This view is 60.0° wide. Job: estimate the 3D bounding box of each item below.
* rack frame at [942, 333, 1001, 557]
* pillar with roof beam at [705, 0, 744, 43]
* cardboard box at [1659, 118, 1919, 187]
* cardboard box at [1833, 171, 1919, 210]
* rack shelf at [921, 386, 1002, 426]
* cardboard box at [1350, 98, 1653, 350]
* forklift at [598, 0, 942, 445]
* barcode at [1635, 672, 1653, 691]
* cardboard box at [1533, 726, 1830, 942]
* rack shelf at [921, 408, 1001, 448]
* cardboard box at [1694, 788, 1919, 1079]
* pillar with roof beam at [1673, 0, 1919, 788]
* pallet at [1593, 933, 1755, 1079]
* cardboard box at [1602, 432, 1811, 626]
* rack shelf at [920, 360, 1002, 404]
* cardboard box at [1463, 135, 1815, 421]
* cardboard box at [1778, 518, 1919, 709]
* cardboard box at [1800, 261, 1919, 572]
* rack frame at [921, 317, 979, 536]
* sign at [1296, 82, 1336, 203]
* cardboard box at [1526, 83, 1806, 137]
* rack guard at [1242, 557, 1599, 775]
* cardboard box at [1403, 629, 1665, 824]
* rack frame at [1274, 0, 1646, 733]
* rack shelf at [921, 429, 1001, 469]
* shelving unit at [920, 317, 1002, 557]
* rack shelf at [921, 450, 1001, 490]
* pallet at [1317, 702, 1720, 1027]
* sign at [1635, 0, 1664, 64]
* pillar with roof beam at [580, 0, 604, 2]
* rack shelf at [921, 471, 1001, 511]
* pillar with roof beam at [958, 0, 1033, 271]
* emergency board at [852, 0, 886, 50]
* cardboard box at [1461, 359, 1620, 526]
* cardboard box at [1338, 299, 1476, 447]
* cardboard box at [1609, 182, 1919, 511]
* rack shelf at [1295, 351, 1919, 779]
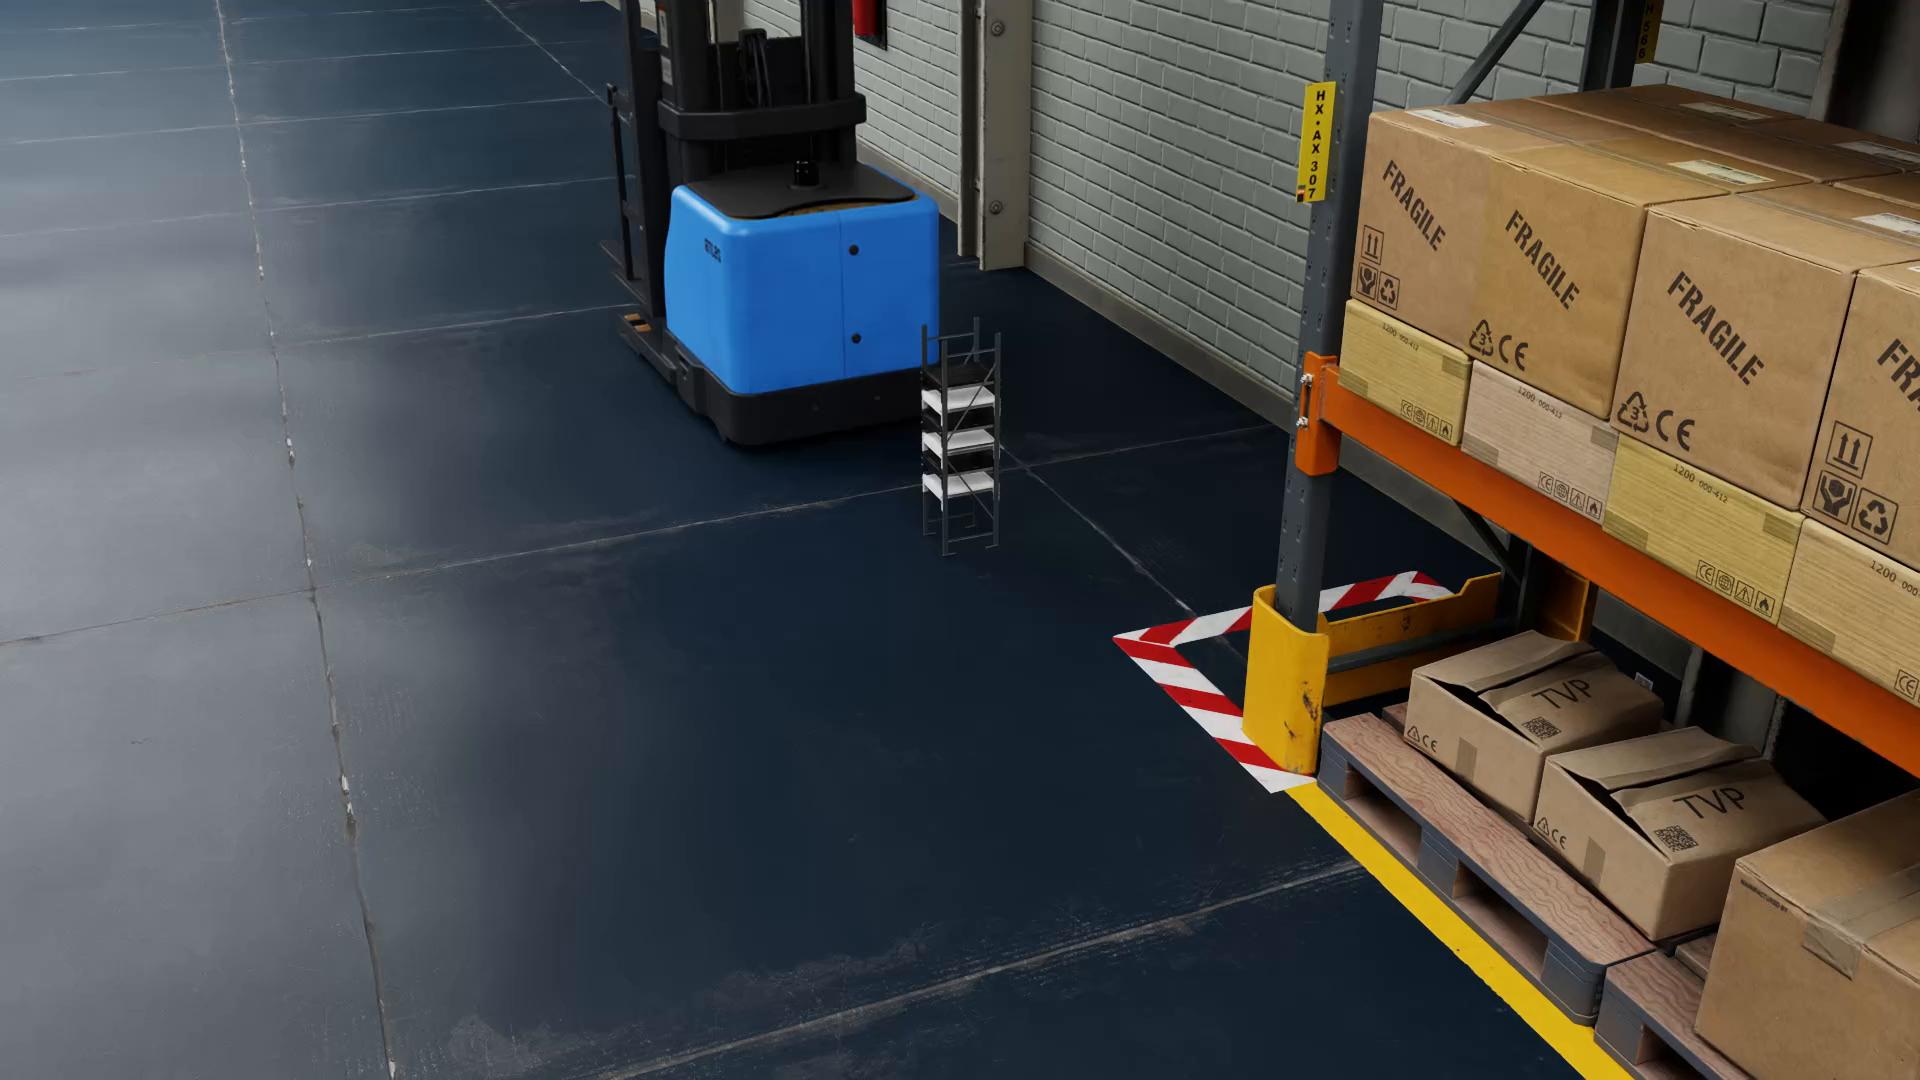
[{"bbox_3d":[0.043,-0.360,6.462,0.240,0.900,0.006,-11,28,-21],"label":"rack frame"},{"bbox_3d":[-6.107,-7.467,11.786,9.100,9.000,0.400,-11,28,-21],"label":"pillar with roof beam"},{"bbox_3d":[2.051,-0.720,4.099,0.500,0.500,0.500,-10,28,-20],"label":"cardboard box"},{"bbox_3d":[2.258,-0.512,3.673,0.500,0.500,0.500,-11,28,-22],"label":"cardboard box"},{"bbox_3d":[0.003,-0.533,6.481,0.258,0.077,0.200,-11,28,-21],"label":"rack shelf"},{"bbox_3d":[1.394,-0.834,4.333,0.500,0.500,0.500,-11,28,-21],"label":"cardboard box"},{"bbox_3d":[-1.178,-2.357,8.237,1.130,2.935,3.031,-12,29,-23],"label":"forklift"},{"bbox_3d":[2.046,0.440,4.983,0.001,0.075,0.075,-11,28,-21],"label":"barcode"},{"bbox_3d":[1.895,0.735,4.388,0.500,0.311,0.500,-8,27,-16],"label":"cardboard box"},{"bbox_3d":[0.003,-0.452,6.521,0.258,0.077,0.200,-11,28,-21],"label":"rack shelf"},{"bbox_3d":[2.136,0.955,3.723,0.700,0.500,0.500,-12,29,-24],"label":"cardboard box"},{"bbox_3d":[-1.408,-2.622,1.864,9.100,9.000,0.400,-11,28,-21],"label":"pillar with roof beam"},{"bbox_3d":[2.272,1.309,3.828,1.003,0.211,1.213,-11,28,-21],"label":"pallet"},{"bbox_3d":[1.793,-0.076,3.636,0.500,0.250,0.500,-11,28,-21],"label":"cardboard box"},{"bbox_3d":[0.003,-0.614,6.442,0.258,0.077,0.200,-11,28,-21],"label":"rack shelf"},{"bbox_3d":[1.578,-0.633,3.921,0.500,0.500,0.500,-10,28,-20],"label":"cardboard box"},{"bbox_3d":[1.989,0.128,3.217,0.500,0.250,0.500,-10,28,-20],"label":"cardboard box"},{"bbox_3d":[1.988,-0.217,3.069,0.500,0.500,0.500,-10,28,-19],"label":"cardboard box"},{"bbox_3d":[-0.037,-0.442,6.630,0.240,0.900,0.006,-11,28,-21],"label":"rack frame"},{"bbox_3d":[0.984,-1.096,4.589,0.100,0.325,0.005,-11,28,-21],"label":"sign"},{"bbox_3d":[1.863,-0.925,4.519,0.500,0.500,0.500,-11,28,-21],"label":"cardboard box"},{"bbox_3d":[1.513,0.354,5.456,1.175,0.500,0.348,-11,28,-21],"label":"rack guard"},{"bbox_3d":[1.671,0.505,4.860,0.500,0.311,0.500,-14,29,-26],"label":"cardboard box"},{"bbox_3d":[1.483,-0.800,4.970,1.000,3.000,0.127,-11,28,-21],"label":"rack frame"},{"bbox_3d":[0.003,-0.371,6.560,0.258,0.077,0.200,-11,28,-21],"label":"rack shelf"},{"bbox_3d":[0.003,-0.401,6.546,0.258,0.900,0.210,-11,28,-21],"label":"shelving unit"},{"bbox_3d":[0.003,-0.290,6.600,0.258,0.077,0.200,-11,28,-21],"label":"rack shelf"},{"bbox_3d":[1.799,0.818,4.835,1.003,0.211,1.213,-11,28,-21],"label":"pallet"},{"bbox_3d":[2.002,-1.550,4.825,0.100,0.325,0.005,-11,28,-21],"label":"sign"},{"bbox_3d":[-8.457,-9.889,16.747,9.100,9.000,0.400,-11,28,-21],"label":"pillar with roof beam"},{"bbox_3d":[0.003,-0.209,6.639,0.258,0.077,0.200,-11,28,-21],"label":"rack shelf"},{"bbox_3d":[-3.758,-5.045,6.825,9.100,9.000,0.400,-11,28,-21],"label":"pillar with roof beam"},{"bbox_3d":[-0.729,-4.093,11.713,0.194,1.169,0.643,-11,28,-21],"label":"emergency board"},{"bbox_3d":[1.599,-0.283,4.059,0.500,0.250,0.500,-11,28,-22],"label":"cardboard box"},{"bbox_3d":[1.382,-0.490,4.483,0.500,0.250,0.500,-11,28,-22],"label":"cardboard box"},{"bbox_3d":[1.775,-0.423,3.492,0.500,0.500,0.500,-12,28,-22],"label":"cardboard box"},{"bbox_3d":[2.266,0.331,3.474,1.077,0.370,4.000,-11,28,-21],"label":"rack shelf"}]
